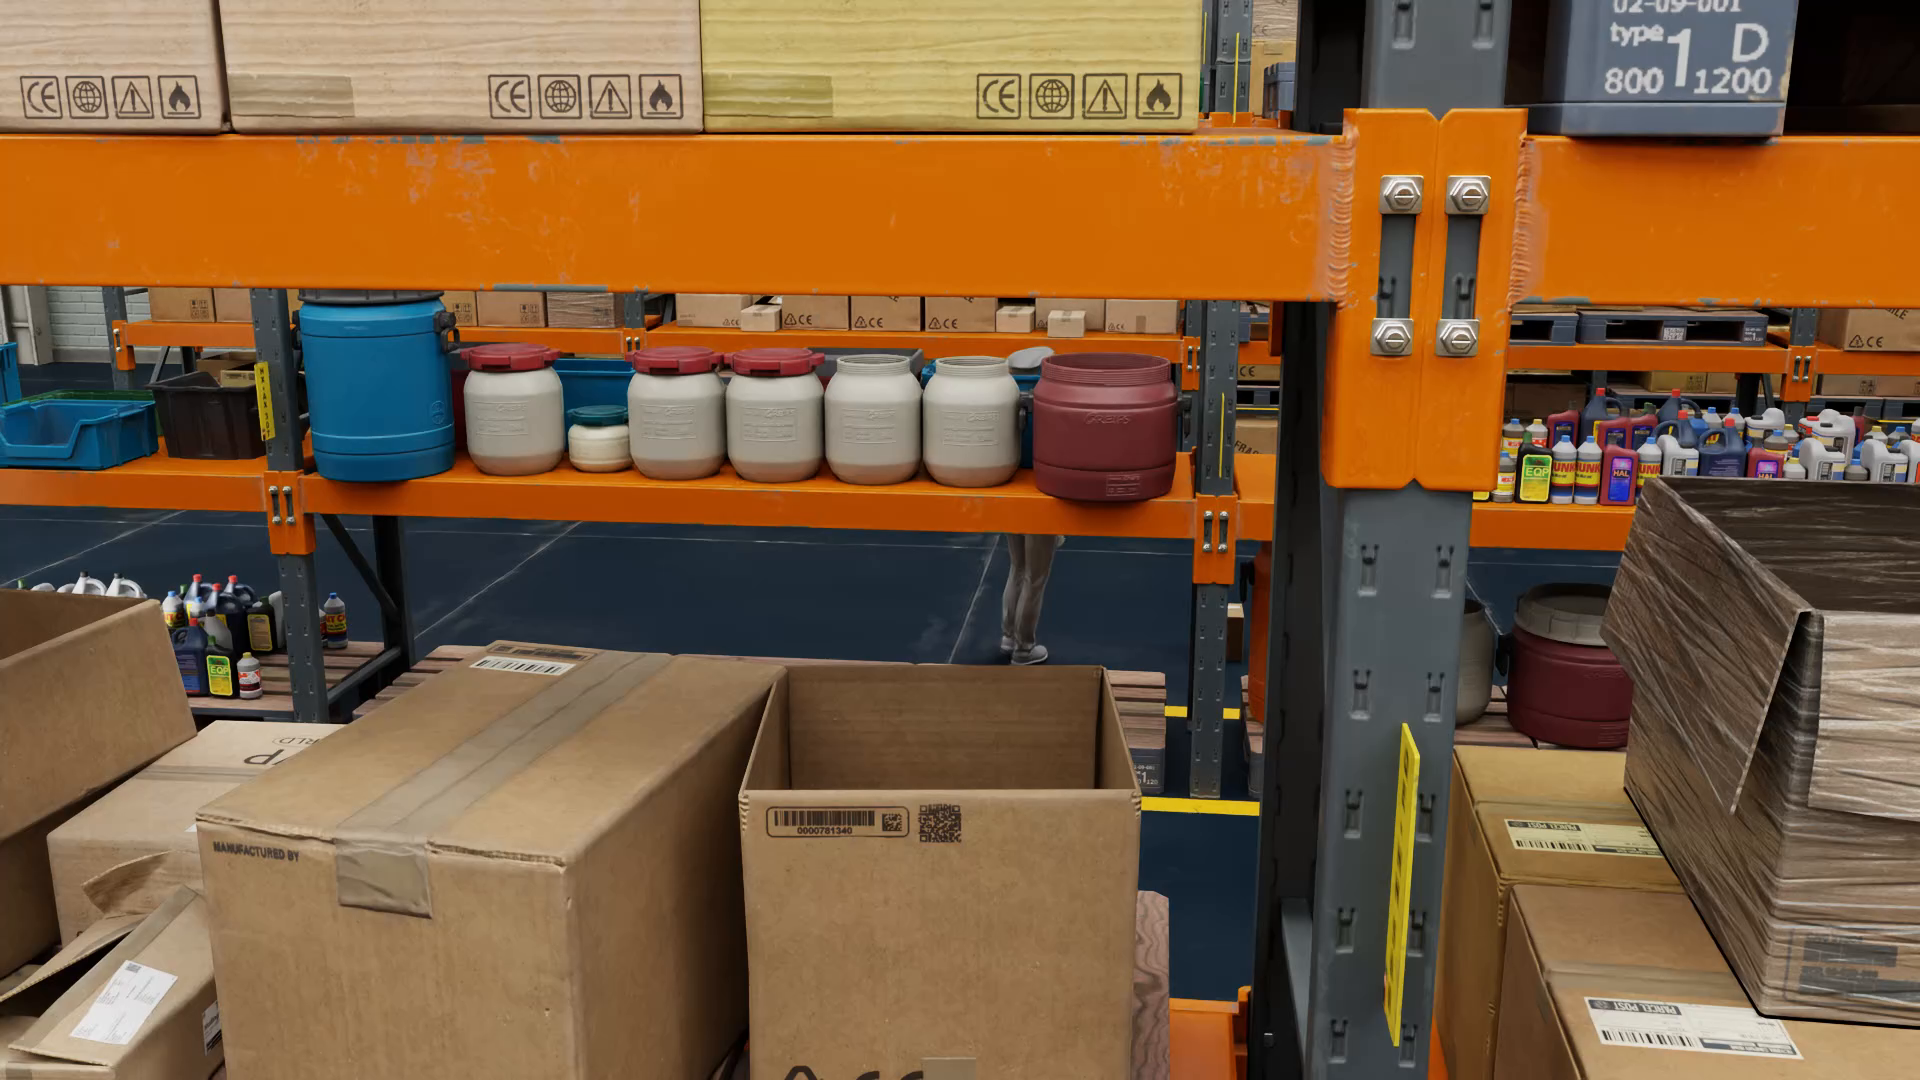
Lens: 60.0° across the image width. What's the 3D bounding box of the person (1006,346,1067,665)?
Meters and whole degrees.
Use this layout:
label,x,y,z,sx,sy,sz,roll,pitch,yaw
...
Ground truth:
label,x,y,z,sx,sy,sz,roll,pitch,yaw
person,0.394,-0.142,8.624,0.531,1.739,0.421,14,20,43
